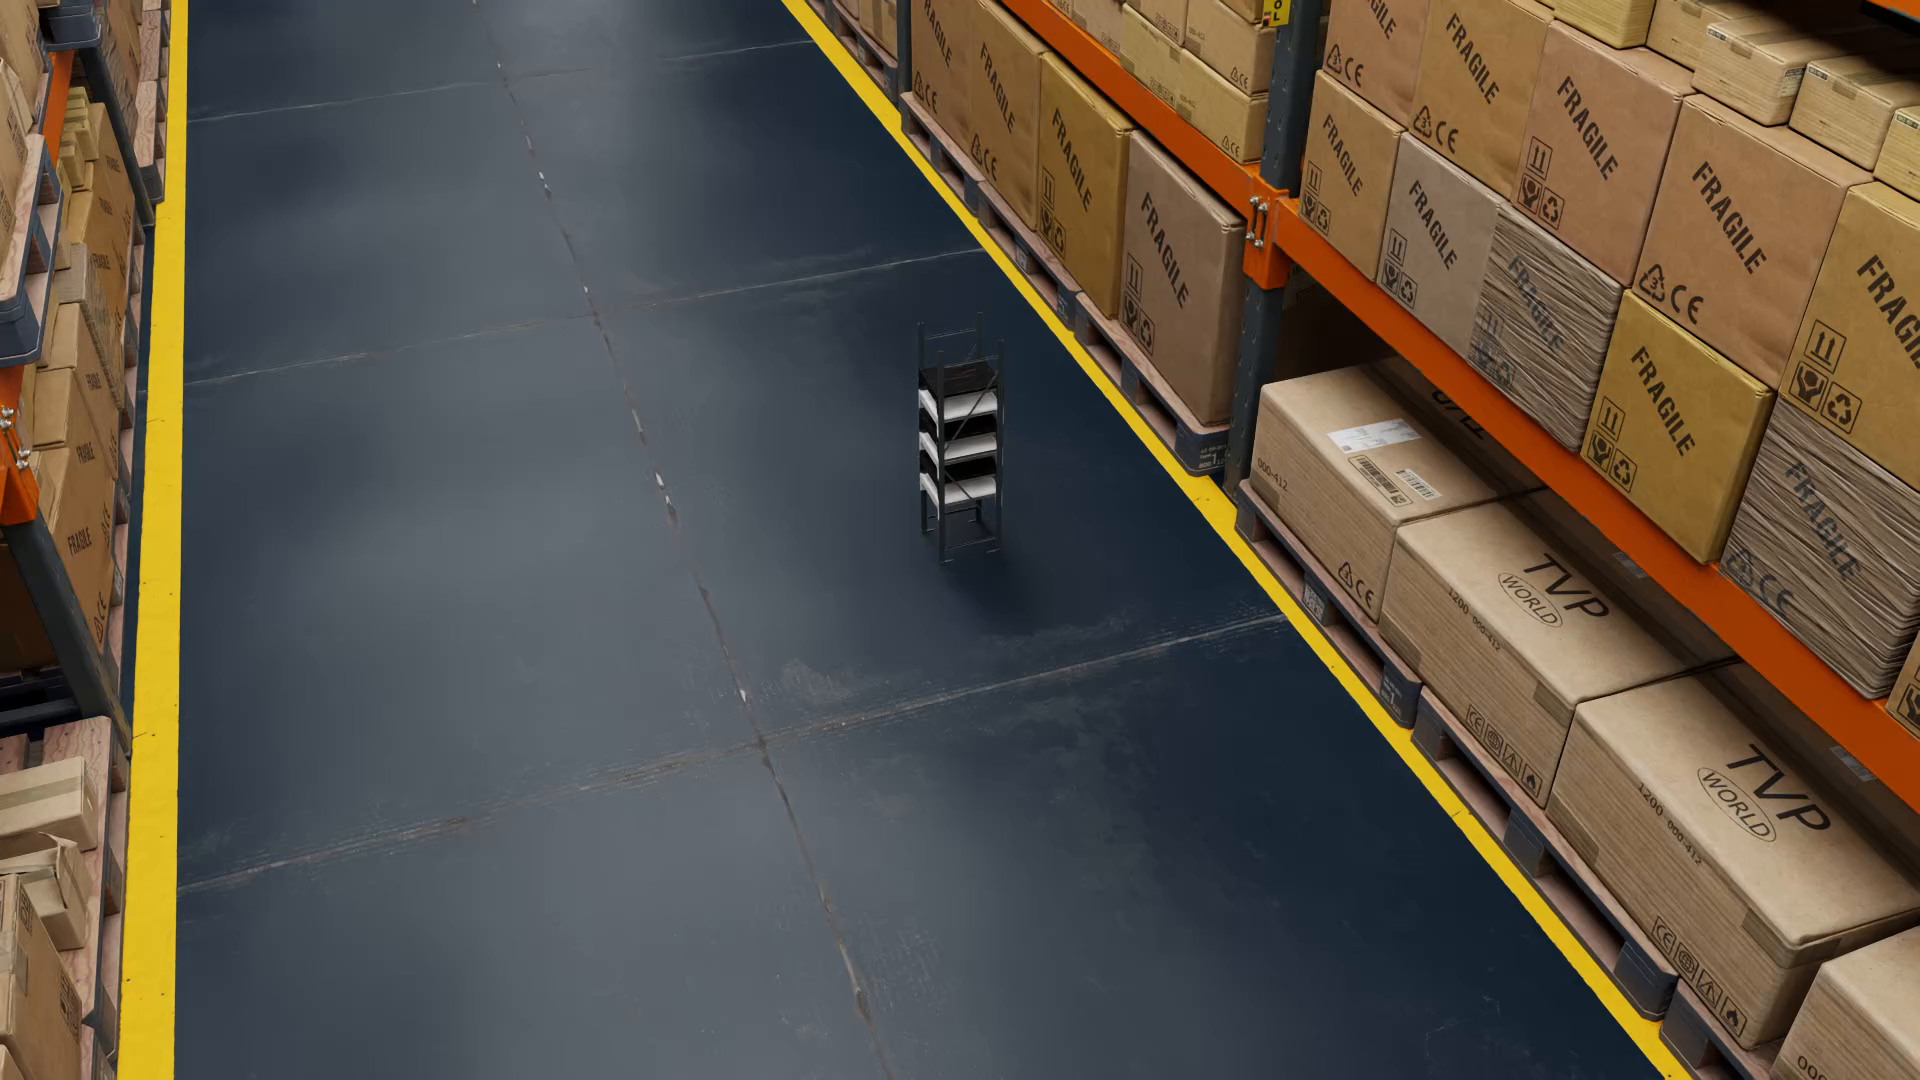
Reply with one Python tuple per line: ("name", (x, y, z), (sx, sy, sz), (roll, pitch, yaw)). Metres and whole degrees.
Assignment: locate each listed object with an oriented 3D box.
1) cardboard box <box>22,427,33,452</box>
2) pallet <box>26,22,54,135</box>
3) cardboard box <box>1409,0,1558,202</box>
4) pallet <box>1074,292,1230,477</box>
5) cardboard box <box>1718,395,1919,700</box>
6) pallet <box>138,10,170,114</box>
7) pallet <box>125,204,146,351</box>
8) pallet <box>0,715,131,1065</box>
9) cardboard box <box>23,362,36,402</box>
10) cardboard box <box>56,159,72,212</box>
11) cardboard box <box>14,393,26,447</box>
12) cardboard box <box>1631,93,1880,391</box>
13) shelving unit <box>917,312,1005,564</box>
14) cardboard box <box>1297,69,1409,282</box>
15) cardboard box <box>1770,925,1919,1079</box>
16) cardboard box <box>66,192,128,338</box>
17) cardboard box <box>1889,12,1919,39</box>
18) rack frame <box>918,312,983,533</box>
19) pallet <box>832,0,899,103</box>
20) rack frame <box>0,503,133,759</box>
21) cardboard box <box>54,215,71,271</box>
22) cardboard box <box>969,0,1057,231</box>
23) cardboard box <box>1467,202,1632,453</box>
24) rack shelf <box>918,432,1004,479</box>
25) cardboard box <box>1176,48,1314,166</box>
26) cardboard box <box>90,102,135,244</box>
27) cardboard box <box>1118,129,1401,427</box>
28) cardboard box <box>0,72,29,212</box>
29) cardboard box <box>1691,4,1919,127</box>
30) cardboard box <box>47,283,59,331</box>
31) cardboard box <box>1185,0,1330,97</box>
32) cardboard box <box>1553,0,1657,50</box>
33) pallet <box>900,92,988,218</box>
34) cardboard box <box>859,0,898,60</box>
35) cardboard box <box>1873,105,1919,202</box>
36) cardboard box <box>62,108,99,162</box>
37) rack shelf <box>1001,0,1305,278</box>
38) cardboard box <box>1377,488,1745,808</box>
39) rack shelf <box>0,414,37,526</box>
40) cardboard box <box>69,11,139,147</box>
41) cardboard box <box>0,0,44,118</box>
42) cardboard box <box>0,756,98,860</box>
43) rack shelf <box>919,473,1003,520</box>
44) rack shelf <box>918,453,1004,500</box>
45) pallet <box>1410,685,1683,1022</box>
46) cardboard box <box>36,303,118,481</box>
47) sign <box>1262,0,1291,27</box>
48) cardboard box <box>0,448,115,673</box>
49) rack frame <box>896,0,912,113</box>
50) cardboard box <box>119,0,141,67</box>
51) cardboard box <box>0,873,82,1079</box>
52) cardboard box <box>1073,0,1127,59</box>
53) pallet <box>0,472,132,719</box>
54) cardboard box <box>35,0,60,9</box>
("cardboard box", (-3.185, -0.259, 5.290), (0.380, 0.149, 0.250), (-13, 39, -17))
("pallet", (-3.847, -1.517, 5.931), (1.003, 0.211, 1.213), (-12, 39, -16))
("cardboard box", (1.620, -1.295, 4.563), (0.500, 0.500, 0.500), (-13, 39, -17))
("pallet", (1.179, -0.768, 7.095), (1.003, 0.211, 1.213), (-12, 39, -16))
("cardboard box", (2.133, -0.035, 3.720), (0.500, 0.500, 0.500), (-11, 38, -15))
("pallet", (-5.183, -2.739, 9.711), (1.003, 0.211, 1.213), (-12, 39, -16))
("pallet", (-4.299, -1.148, 7.599), (1.003, 0.211, 1.213), (-12, 39, -16))
("pallet", (-2.908, 1.070, 4.654), (1.003, 0.211, 1.213), (-12, 39, -16))
("cardboard box", (-3.391, -0.553, 5.681), (0.380, 0.149, 0.250), (-13, 39, -17))
("cardboard box", (-3.892, -1.429, 6.844), (0.380, 0.149, 0.250), (-11, 38, -15))
("cardboard box", (-3.152, -0.374, 5.195), (0.380, 0.149, 0.250), (-14, 39, -18))
("cardboard box", (1.957, -0.718, 3.796), (0.500, 0.500, 0.500), (-13, 39, -16))
("shelving unit", (0.003, -0.355, 5.973), (0.258, 0.900, 0.210), (-12, 39, -16))
("cardboard box", (1.431, -1.183, 5.244), (0.500, 0.500, 0.500), (-11, 38, -14))
("cardboard box", (2.571, 1.301, 3.810), (0.875, 0.438, 0.875), (-14, 39, -17))
("cardboard box", (-3.828, -1.087, 6.928), (0.500, 0.500, 0.500), (-11, 38, -14))
("cardboard box", (2.399, -1.181, 3.872), (0.380, 0.149, 0.250), (-12, 39, -16))
("rack frame", (-0.032, -0.412, 6.049), (0.240, 0.900, 0.006), (-12, 39, -16))
("pallet", (-0.129, -3.049, 10.123), (1.003, 0.211, 1.213), (-12, 39, -16))
("rack frame", (-3.144, -0.432, 4.331), (1.000, 3.000, 0.127), (-12, 39, -16))
("cardboard box", (-3.683, -1.139, 6.458), (0.380, 0.149, 0.250), (-14, 39, -18))
("cardboard box", (0.602, -2.128, 8.000), (0.875, 0.875, 0.875), (-12, 39, -15))
("cardboard box", (1.765, -0.615, 4.490), (0.500, 0.500, 0.500), (-12, 39, -16))
("rack shelf", (0.003, -0.328, 5.993), (0.258, 0.077, 0.200), (-12, 39, -16))
("cardboard box", (1.124, -1.603, 6.010), (0.500, 0.250, 0.500), (-13, 39, -17))
("cardboard box", (-4.173, -1.667, 7.698), (0.500, 0.500, 0.500), (-11, 38, -15))
("cardboard box", (1.227, -1.115, 6.654), (0.875, 0.875, 0.875), (-11, 38, -15))
("cardboard box", (-3.279, -1.252, 4.987), (0.700, 0.500, 0.500), (-12, 39, -15))
("cardboard box", (1.887, -1.064, 3.716), (0.380, 0.149, 0.250), (-12, 39, -16))
("cardboard box", (-3.526, -0.843, 6.065), (0.380, 0.149, 0.250), (-11, 38, -14))
("cardboard box", (1.135, -1.800, 5.856), (0.500, 0.250, 0.500), (-12, 39, -16))
("cardboard box", (1.703, -1.342, 4.085), (0.380, 0.149, 0.250), (-14, 39, -17))
("pallet", (0.339, -2.147, 8.925), (1.003, 0.211, 1.213), (-12, 39, -16))
("cardboard box", (-0.046, -3.161, 9.788), (0.950, 0.372, 0.625), (-15, 40, -19))
("cardboard box", (2.090, -0.771, 3.328), (0.380, 0.149, 0.250), (-12, 38, -15))
("cardboard box", (-3.990, -1.746, 7.264), (0.380, 0.149, 0.250), (-14, 39, -18))
("rack shelf", (0.827, -2.304, 7.414), (1.077, 0.370, 4.000), (-12, 39, -16))
("cardboard box", (1.939, 0.276, 5.171), (0.875, 0.438, 0.875), (-14, 39, -17))
("rack shelf", (-2.456, 0.985, 3.047), (1.077, 0.370, 4.000), (-12, 39, -16))
("cardboard box", (-4.722, -2.266, 8.390), (0.875, 0.625, 0.625), (-11, 38, -15))
("cardboard box", (-3.549, -1.695, 5.575), (0.700, 0.500, 0.500), (-13, 39, -16))
("cardboard box", (-2.676, 0.793, 4.725), (0.380, 0.149, 0.250), (-14, 39, -17))
("rack shelf", (0.003, -0.184, 6.102), (0.258, 0.077, 0.200), (-12, 39, -16))
("rack shelf", (0.003, -0.256, 6.047), (0.258, 0.077, 0.200), (-12, 39, -16))
("pallet", (2.127, 0.788, 5.028), (1.003, 0.211, 1.213), (-12, 39, -16))
("cardboard box", (-3.459, -0.503, 6.153), (0.500, 0.500, 0.500), (-14, 39, -17))
("sign", (1.009, -1.775, 5.217), (0.100, 0.325, 0.005), (-12, 39, -16))
("cardboard box", (-3.099, 0.079, 5.381), (0.500, 0.500, 0.500), (-11, 38, -14))
("rack frame", (0.139, -3.722, 8.698), (1.000, 3.000, 0.127), (-12, 39, -16))
("cardboard box", (-5.186, -3.014, 9.383), (0.875, 0.625, 0.625), (-14, 39, -18))
("cardboard box", (-2.504, 1.216, 3.871), (0.700, 0.500, 0.500), (-14, 39, -18))
("cardboard box", (0.794, -2.180, 6.776), (0.500, 0.250, 0.500), (-13, 39, -17))
("pallet", (-3.459, 0.230, 5.769), (1.003, 0.211, 1.213), (-12, 39, -16))
("cardboard box", (-3.853, -2.271, 6.547), (0.500, 0.250, 0.500), (-14, 39, -18))
